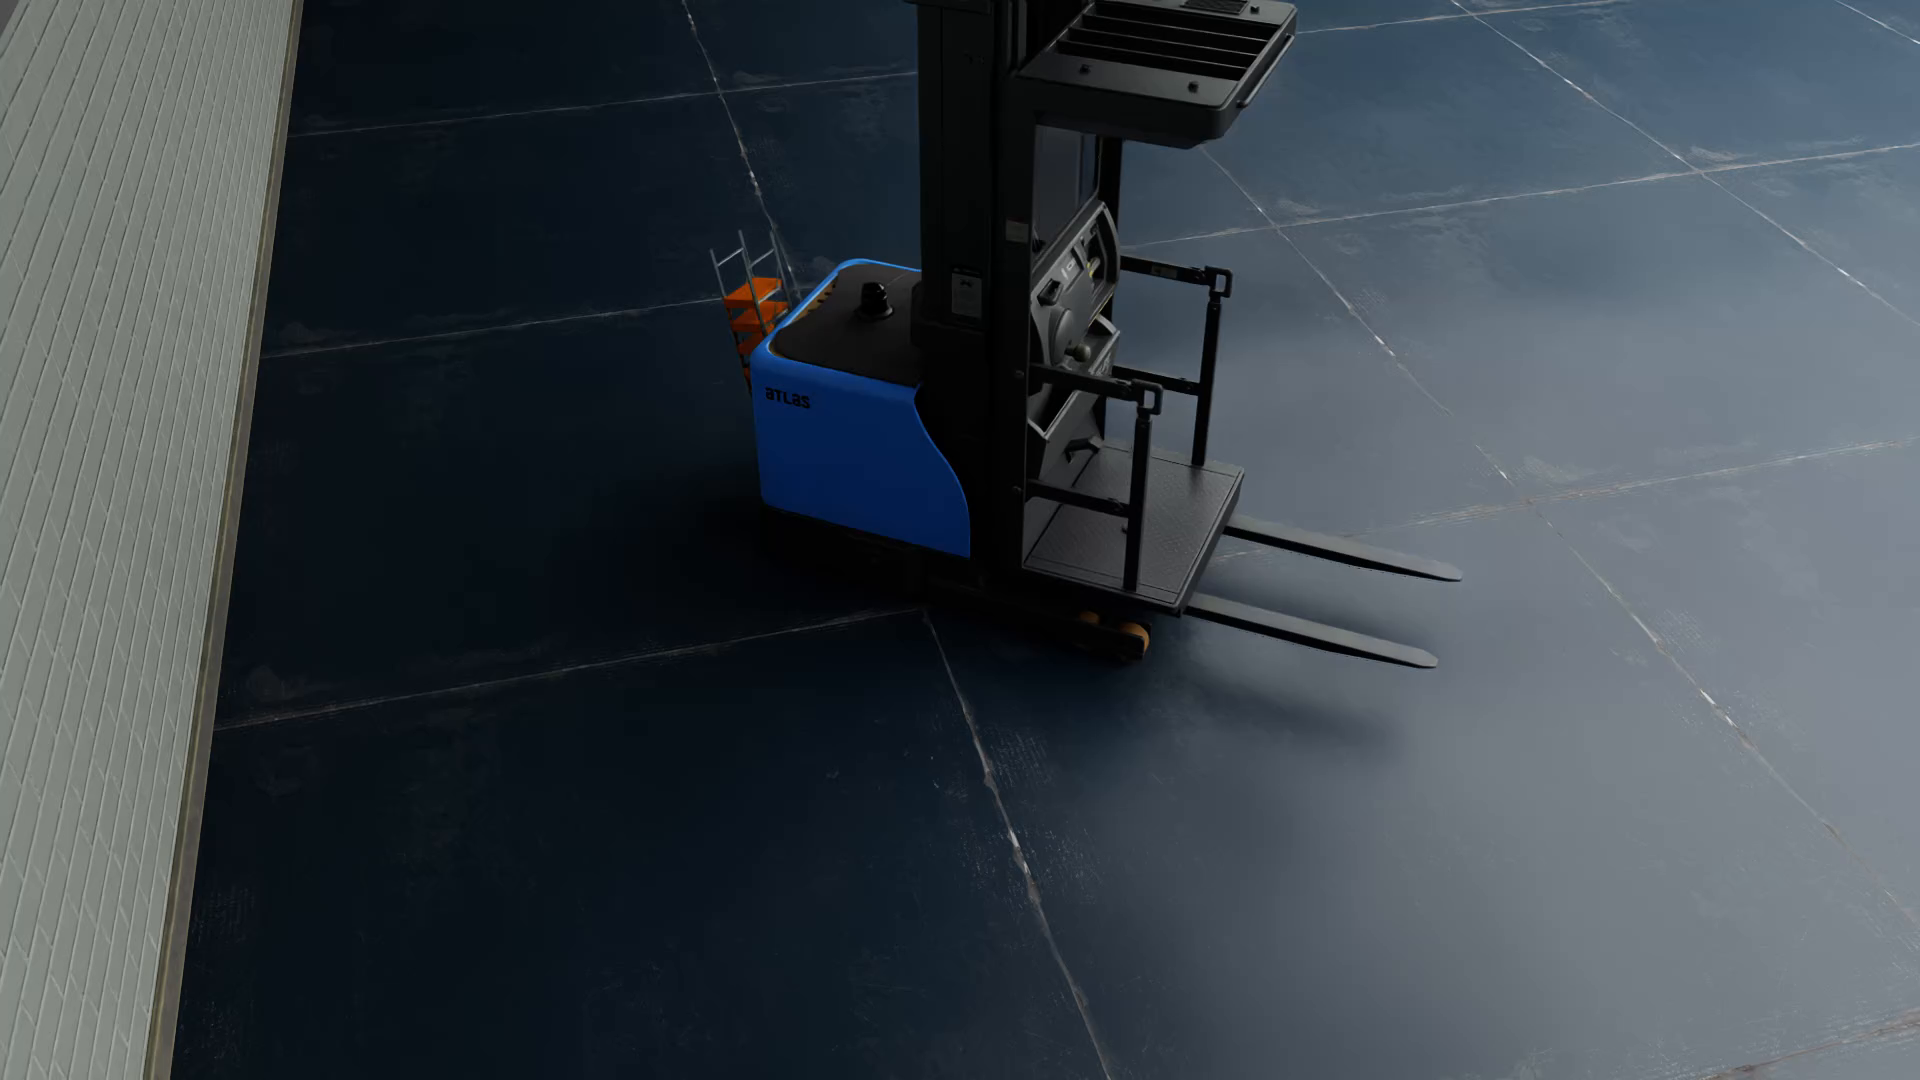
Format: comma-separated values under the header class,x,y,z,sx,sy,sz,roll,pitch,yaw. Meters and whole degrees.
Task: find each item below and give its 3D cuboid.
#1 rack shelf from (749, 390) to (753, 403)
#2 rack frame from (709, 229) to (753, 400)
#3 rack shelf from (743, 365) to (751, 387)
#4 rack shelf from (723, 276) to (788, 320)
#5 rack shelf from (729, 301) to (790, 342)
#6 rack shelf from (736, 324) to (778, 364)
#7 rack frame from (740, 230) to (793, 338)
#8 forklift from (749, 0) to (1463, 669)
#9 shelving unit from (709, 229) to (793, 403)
class,x,y,z,sx,sy,sz,roll,pitch,yaw
rack shelf,-0.854,-0.721,7.958,0.180,0.103,0.258,8,36,31
rack frame,-0.963,-0.870,7.922,0.006,1.200,0.240,8,36,31
rack shelf,-0.877,-0.822,7.897,0.180,0.103,0.258,8,36,31
rack shelf,-0.945,-1.125,7.715,0.180,0.103,0.258,8,36,31
rack shelf,-0.923,-1.024,7.776,0.180,0.103,0.258,8,36,31
rack shelf,-0.900,-0.923,7.837,0.180,0.103,0.258,8,36,31
rack frame,-0.808,-0.848,7.827,0.006,1.200,0.240,8,36,31
forklift,0.655,-1.017,6.667,3.031,2.935,1.130,14,40,18
shelving unit,-0.885,-0.859,7.875,0.189,1.200,0.258,8,36,31
